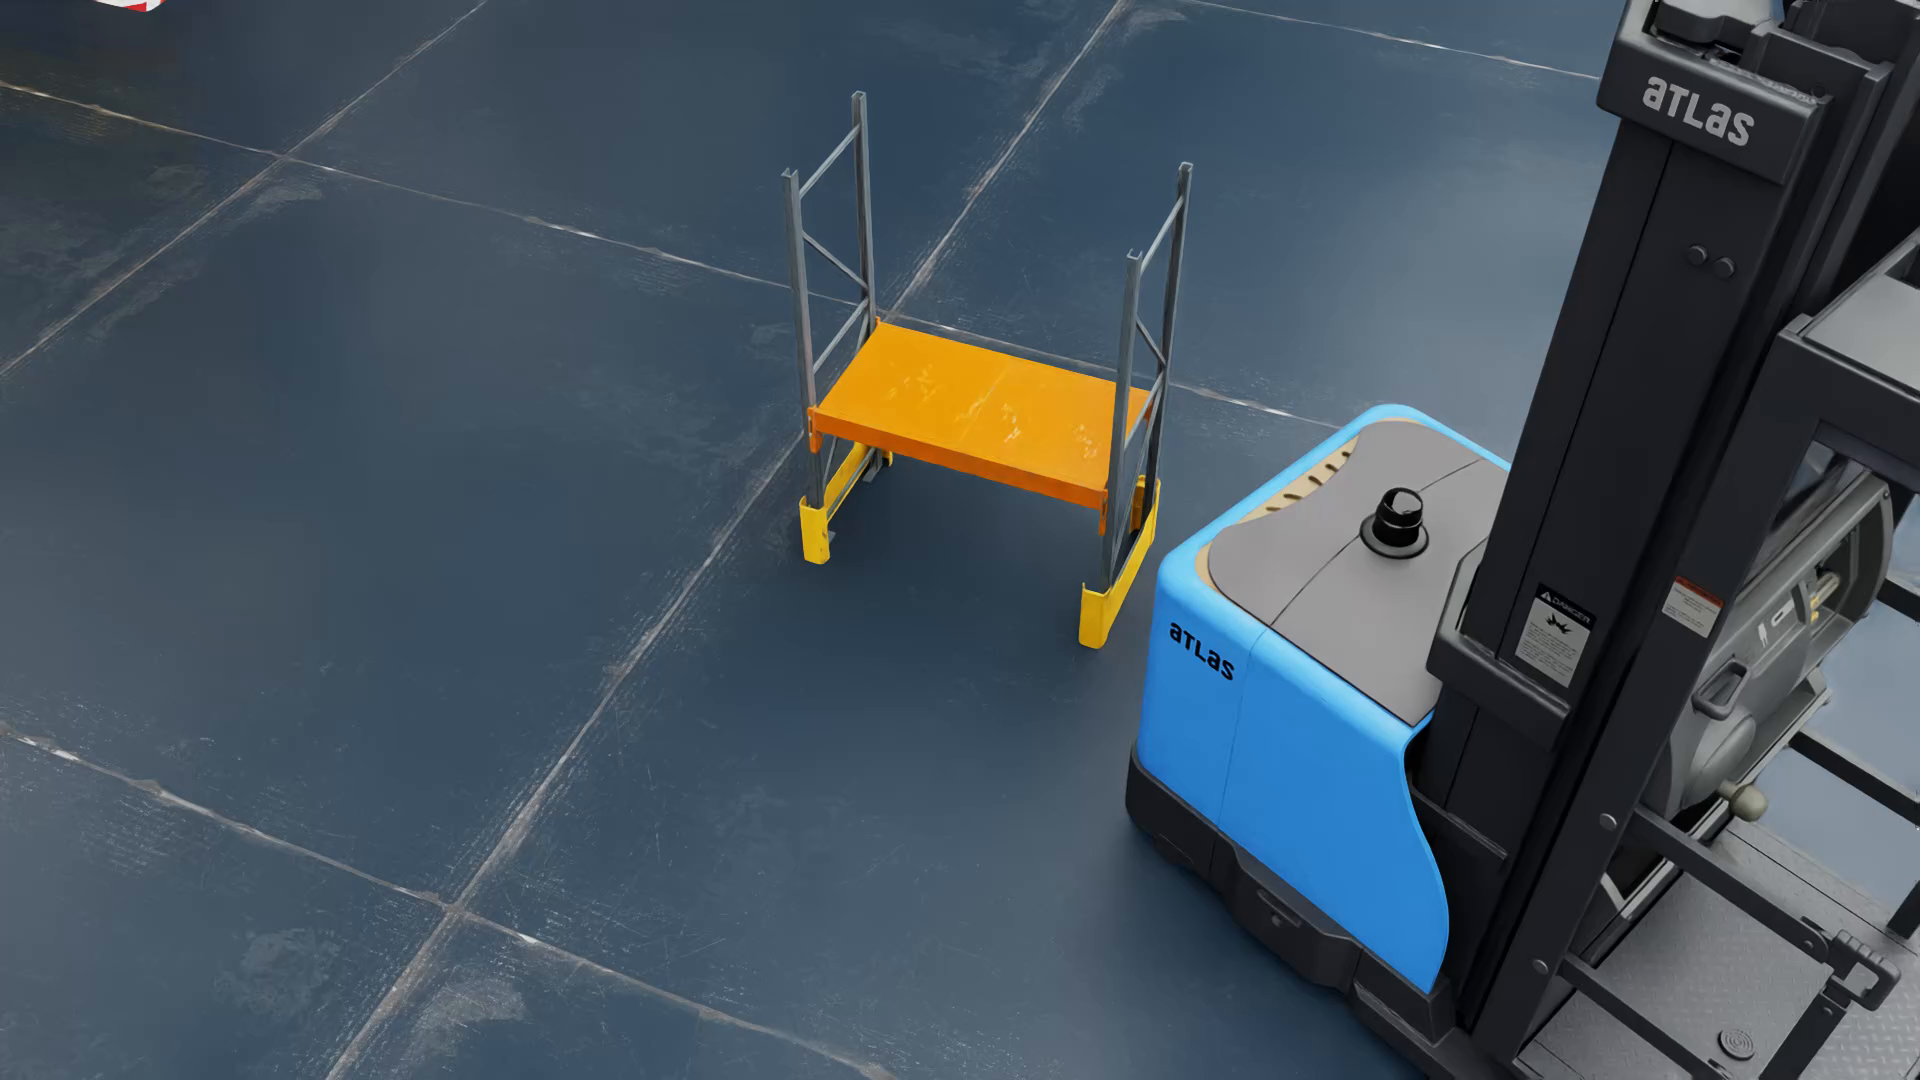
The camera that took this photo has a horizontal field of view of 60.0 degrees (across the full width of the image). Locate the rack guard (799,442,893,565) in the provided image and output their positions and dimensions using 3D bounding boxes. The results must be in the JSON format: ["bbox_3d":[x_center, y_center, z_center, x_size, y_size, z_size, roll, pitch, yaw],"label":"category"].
[{"bbox_3d":[-0.389,-0.203,5.777,0.087,0.250,0.587,16,47,16],"label":"rack guard"}]

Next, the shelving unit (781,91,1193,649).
[{"bbox_3d":[0.070,-0.511,5.200,1.083,1.500,0.587,16,47,16],"label":"shelving unit"}]

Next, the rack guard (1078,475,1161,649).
[{"bbox_3d":[0.530,0.067,5.505,0.087,0.250,0.587,16,47,16],"label":"rack guard"}]

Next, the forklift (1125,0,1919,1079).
[{"bbox_3d":[1.854,0.310,3.360,1.130,2.935,3.031,-33,54,-29],"label":"forklift"}]

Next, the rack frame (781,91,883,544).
[{"bbox_3d":[-0.390,-0.647,5.336,0.032,1.500,0.500,16,47,16],"label":"rack frame"}]

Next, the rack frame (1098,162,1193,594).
[{"bbox_3d":[0.548,-0.370,5.059,0.032,1.500,0.500,16,47,16],"label":"rack frame"}]

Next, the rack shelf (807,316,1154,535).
[{"bbox_3d":[0.079,-0.381,5.325,1.000,0.185,0.538,16,47,16],"label":"rack shelf"}]
